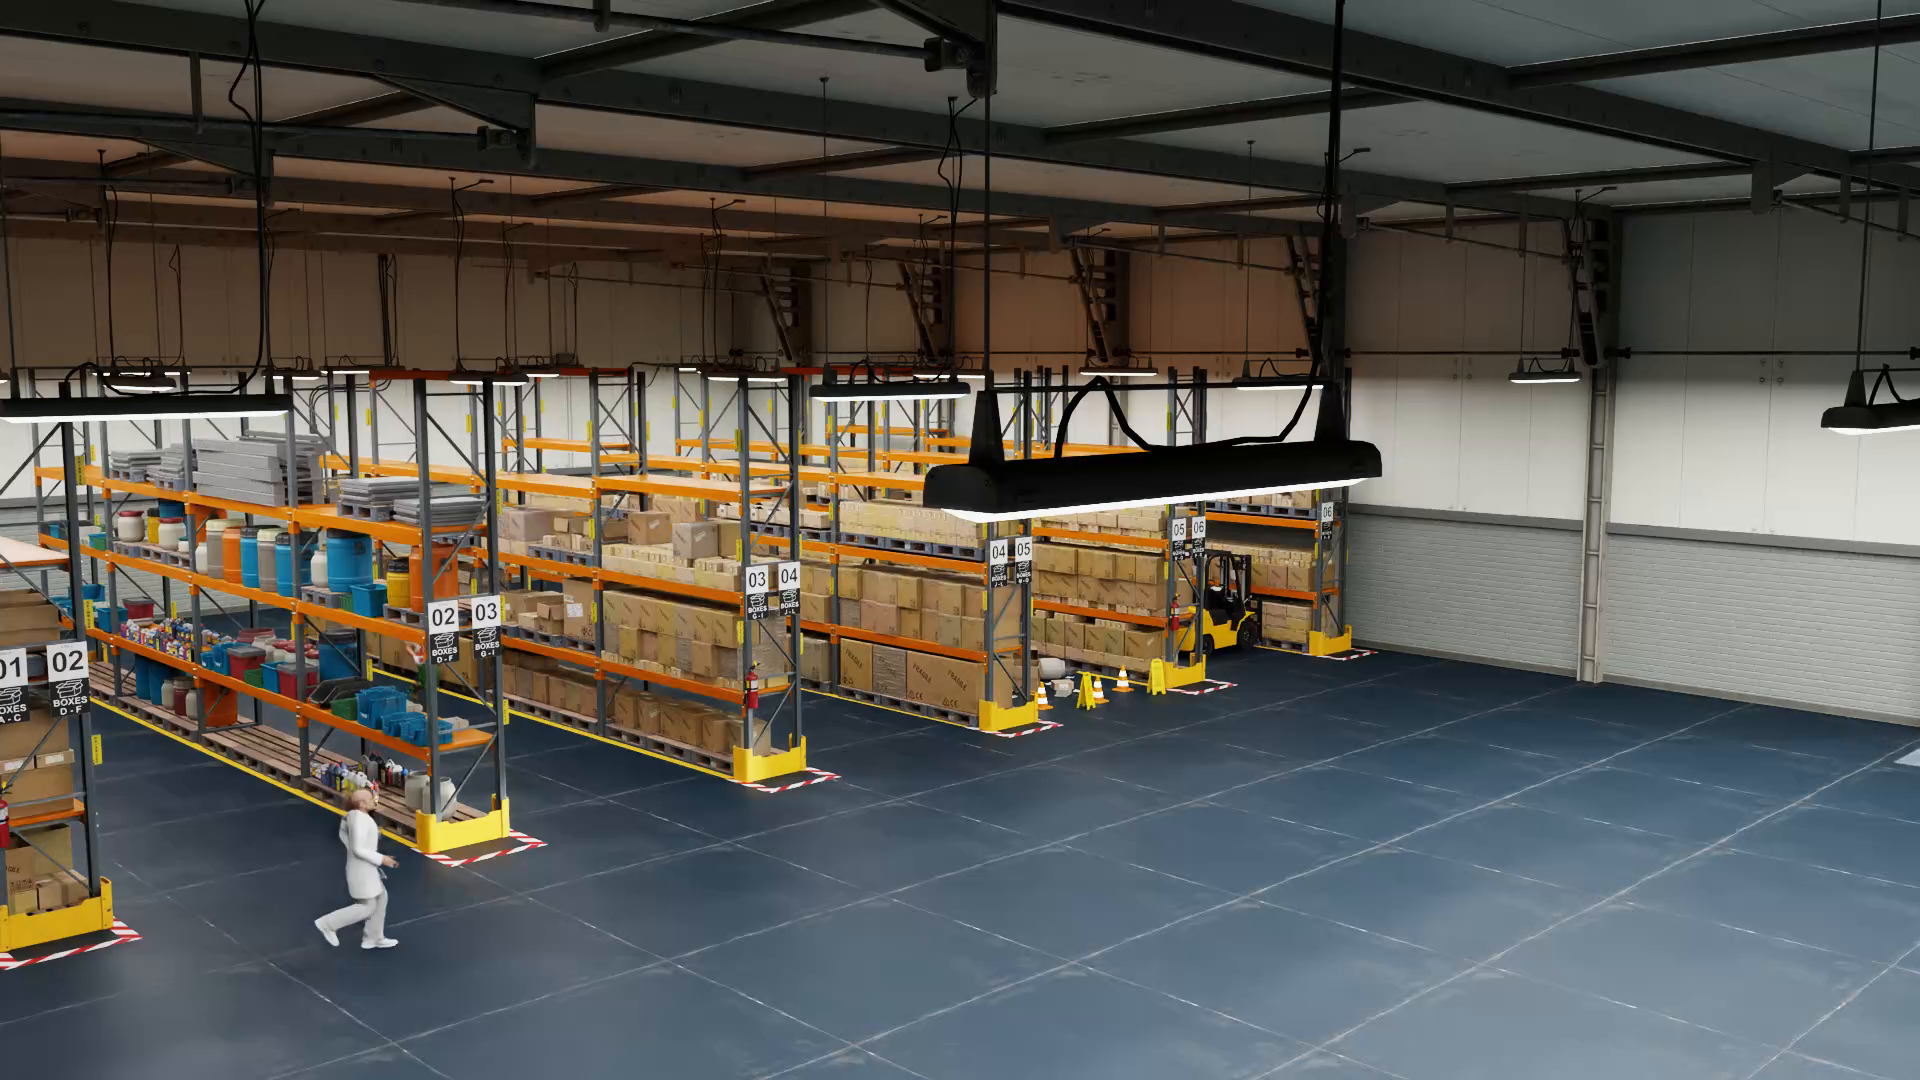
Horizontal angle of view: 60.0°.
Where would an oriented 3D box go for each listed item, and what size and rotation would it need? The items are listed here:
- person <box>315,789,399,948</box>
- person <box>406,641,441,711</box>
[{"bbox_3d":[-6.395,3.498,17.551,0.837,1.747,0.699,-3,7,-26],"label":"person"},{"bbox_3d":[-9.465,2.152,29.426,0.700,1.749,0.660,5,8,40],"label":"person"}]
